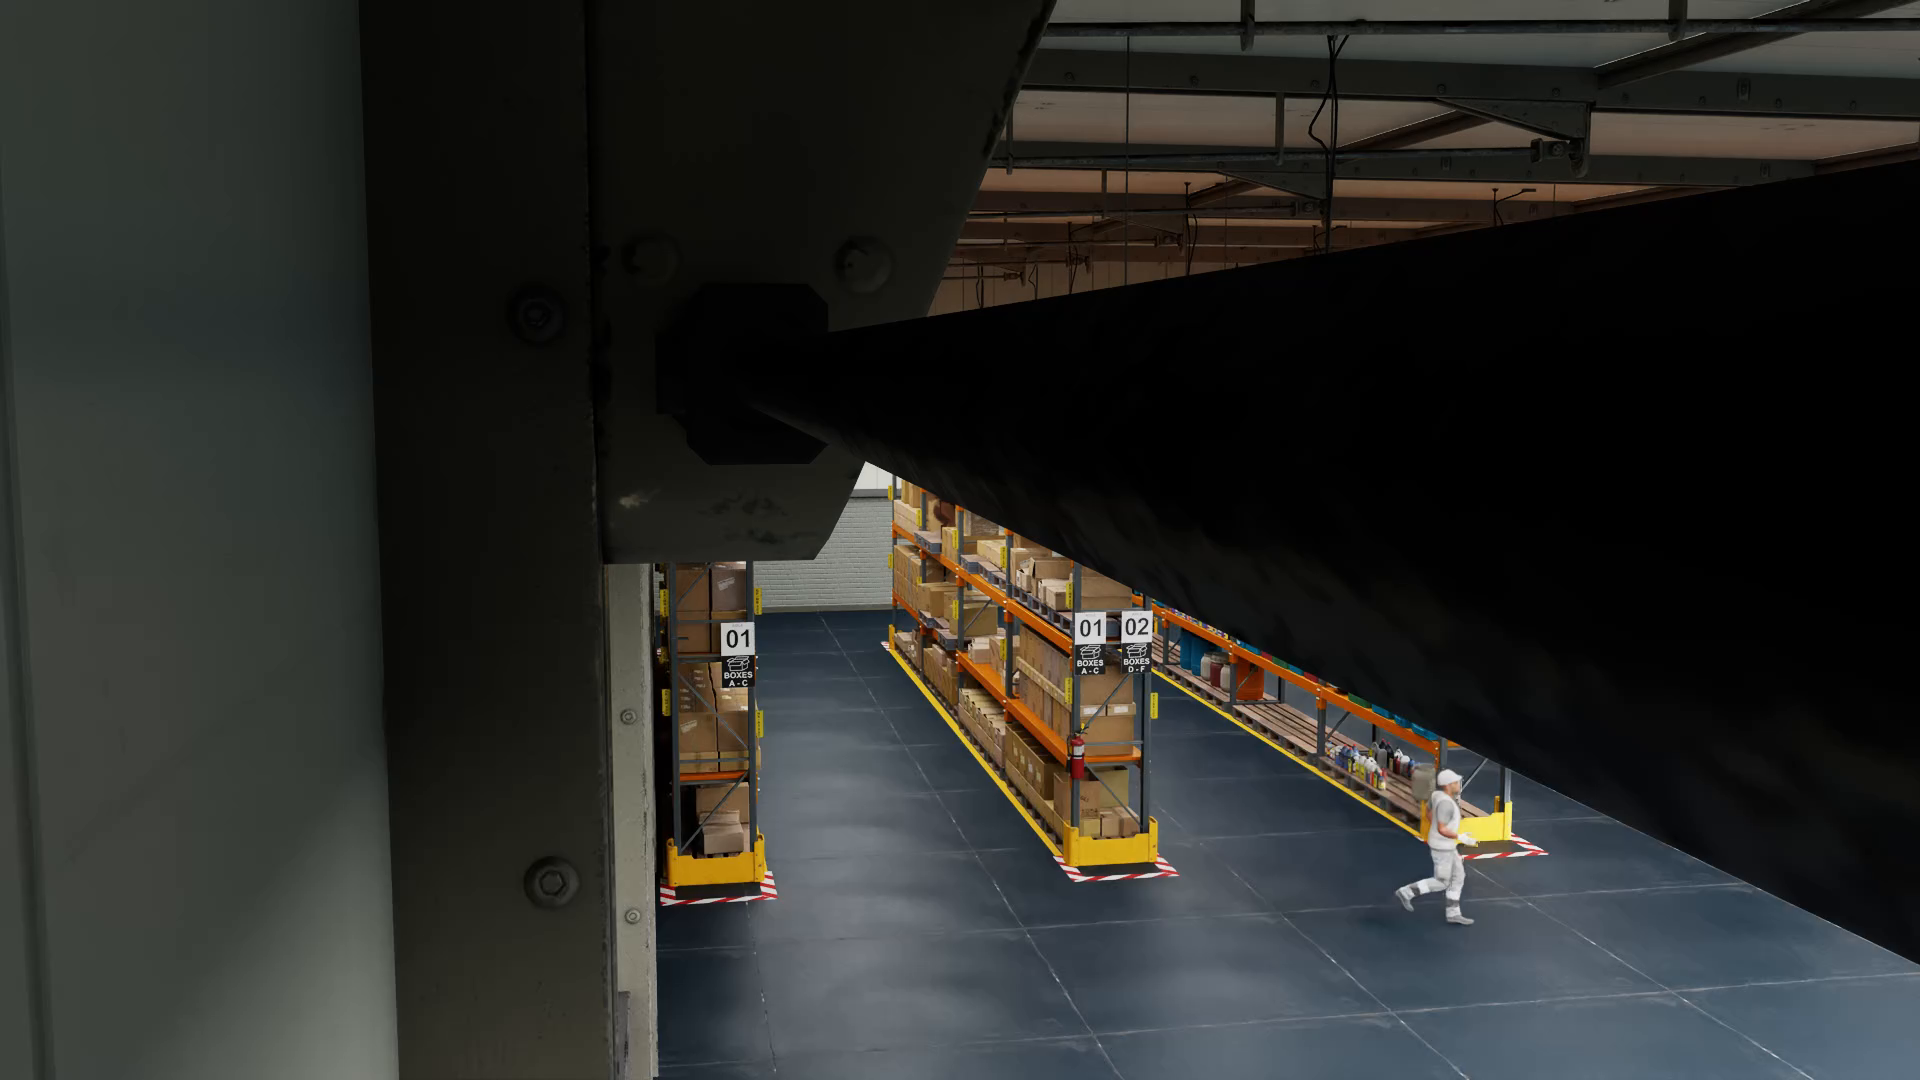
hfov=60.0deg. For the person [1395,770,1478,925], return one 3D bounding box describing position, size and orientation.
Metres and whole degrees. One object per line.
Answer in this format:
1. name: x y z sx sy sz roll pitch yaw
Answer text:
1. person: 5.350 3.439 18.691 0.873 1.758 0.643 1 6 12
